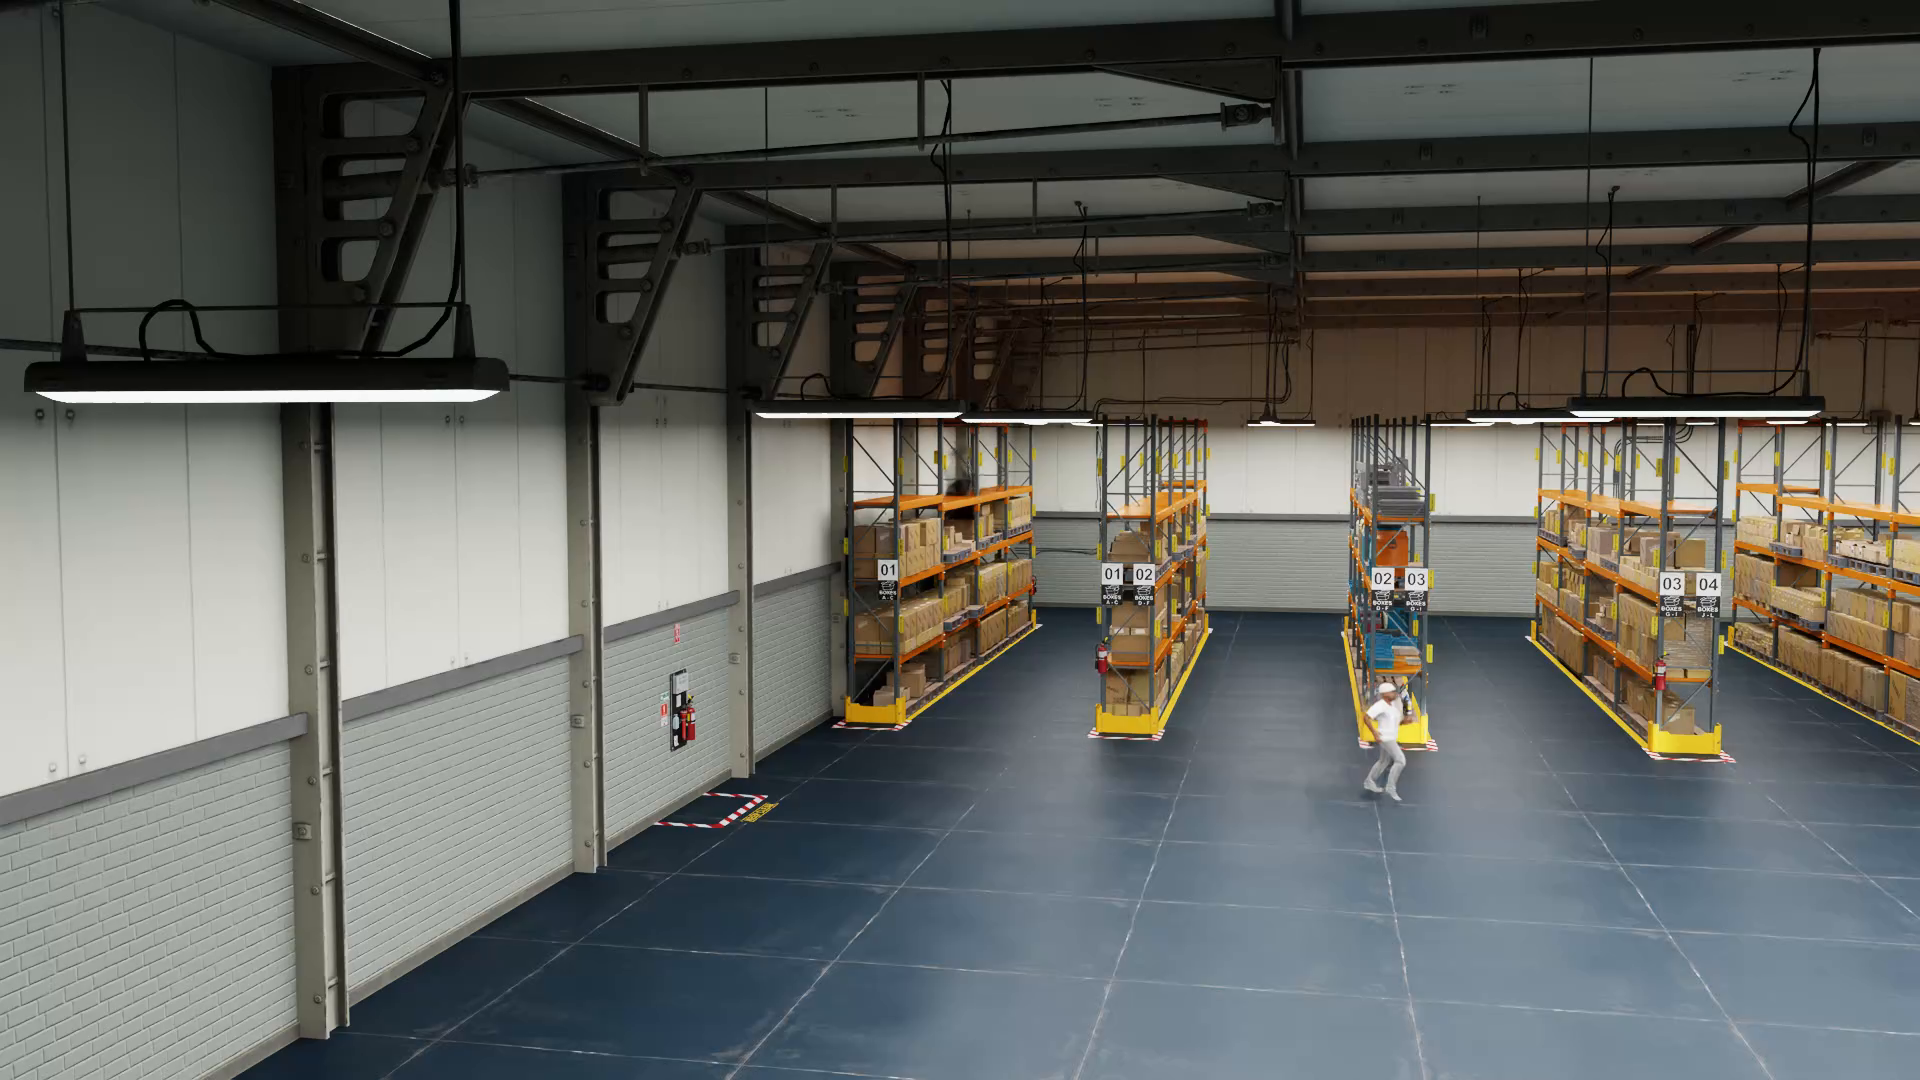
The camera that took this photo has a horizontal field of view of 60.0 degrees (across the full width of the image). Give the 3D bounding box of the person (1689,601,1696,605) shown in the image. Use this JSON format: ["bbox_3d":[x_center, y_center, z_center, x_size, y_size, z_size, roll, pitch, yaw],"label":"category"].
[{"bbox_3d":[18.806,1.964,42.560,0.666,1.790,0.994,1,4,14],"label":"person"}]

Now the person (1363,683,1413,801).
[{"bbox_3d":[6.639,3.126,25.804,0.751,1.823,0.669,2,4,26],"label":"person"}]
